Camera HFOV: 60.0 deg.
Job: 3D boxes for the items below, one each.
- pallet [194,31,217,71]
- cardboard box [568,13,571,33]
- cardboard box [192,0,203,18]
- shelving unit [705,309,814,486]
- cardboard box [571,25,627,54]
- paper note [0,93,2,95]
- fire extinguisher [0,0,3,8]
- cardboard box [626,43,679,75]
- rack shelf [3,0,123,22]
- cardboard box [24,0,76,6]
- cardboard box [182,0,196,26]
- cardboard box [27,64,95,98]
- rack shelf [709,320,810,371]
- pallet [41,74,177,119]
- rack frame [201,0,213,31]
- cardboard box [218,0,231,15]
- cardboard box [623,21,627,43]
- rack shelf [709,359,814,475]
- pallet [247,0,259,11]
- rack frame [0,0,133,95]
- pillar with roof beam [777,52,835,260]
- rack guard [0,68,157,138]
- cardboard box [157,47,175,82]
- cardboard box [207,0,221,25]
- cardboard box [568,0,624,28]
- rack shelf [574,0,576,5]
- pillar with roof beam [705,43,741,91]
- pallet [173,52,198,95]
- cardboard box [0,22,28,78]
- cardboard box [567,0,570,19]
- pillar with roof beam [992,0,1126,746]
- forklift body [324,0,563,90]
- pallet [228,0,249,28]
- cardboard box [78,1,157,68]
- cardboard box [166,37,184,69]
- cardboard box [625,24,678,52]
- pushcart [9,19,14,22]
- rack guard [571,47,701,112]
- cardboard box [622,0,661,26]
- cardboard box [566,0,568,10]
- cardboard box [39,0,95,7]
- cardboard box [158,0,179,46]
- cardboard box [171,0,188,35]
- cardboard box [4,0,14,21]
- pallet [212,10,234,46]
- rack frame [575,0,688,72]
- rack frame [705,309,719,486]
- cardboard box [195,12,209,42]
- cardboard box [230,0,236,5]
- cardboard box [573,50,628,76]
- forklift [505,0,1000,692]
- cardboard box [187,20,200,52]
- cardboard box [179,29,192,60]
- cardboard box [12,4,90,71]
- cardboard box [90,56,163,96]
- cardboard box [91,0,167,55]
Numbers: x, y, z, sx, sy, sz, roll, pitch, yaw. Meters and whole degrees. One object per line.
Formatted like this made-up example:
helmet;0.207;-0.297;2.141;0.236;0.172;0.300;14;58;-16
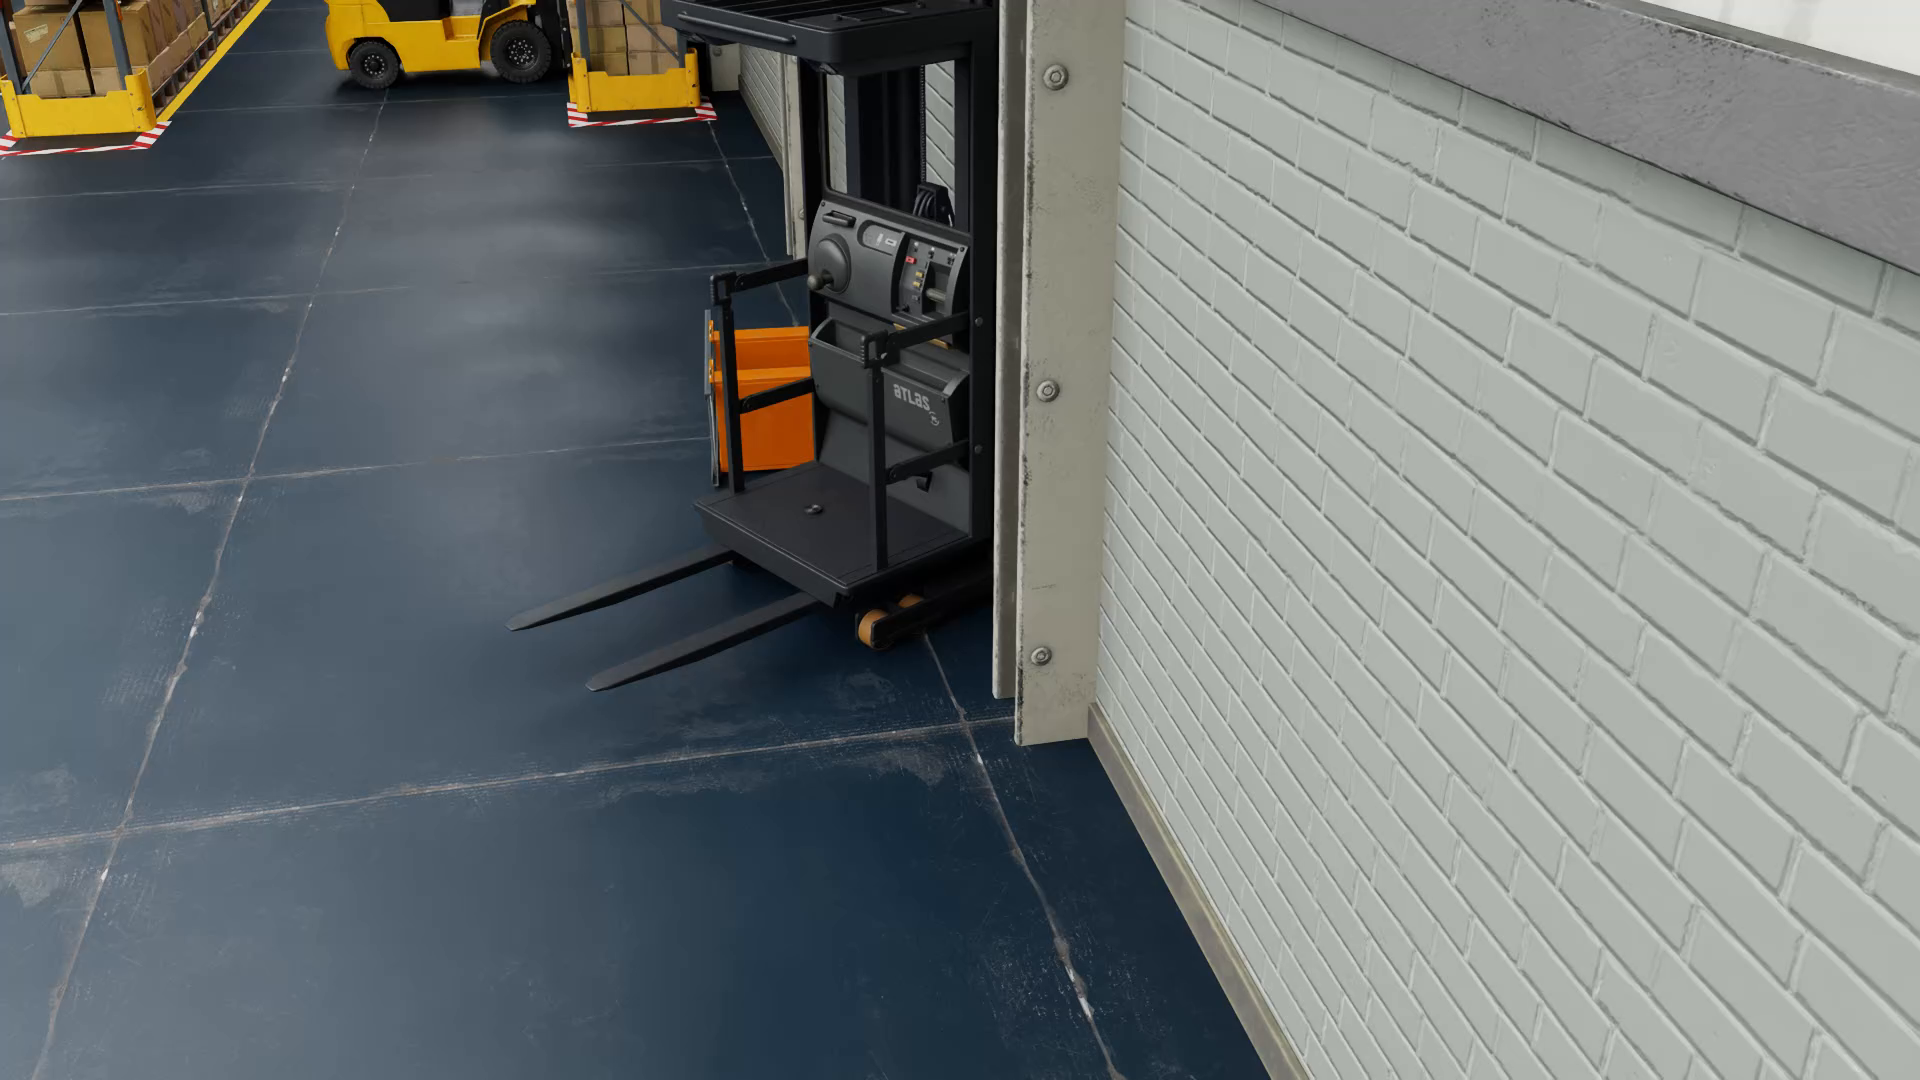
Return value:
pallet;-8.655;-5.255;17.928;1.003;0.211;1.213;-6;27;-12
cardboard box;-3.757;-5.352;17.055;0.500;0.250;0.500;-7;28;-13
cardboard box;-8.446;-5.854;17.772;0.500;0.500;0.500;-6;27;-12
shelving unit;-0.782;-0.789;8.666;1.048;0.538;1.125;-4;29;-6
cardboard box;-3.518;-4.906;16.172;0.500;0.250;0.500;-6;27;-12
paper note;-9.475;-4.434;16.500;0.142;0.019;0.148;-16;31;-29
fire extinguisher;-8.362;-4.904;14.223;0.296;0.674;0.183;-6;27;-12
cardboard box;-3.024;-4.737;16.391;0.500;0.250;0.500;-6;27;-11
rack shelf;-8.390;-5.592;16.299;1.077;0.370;4.000;-6;27;-12
cardboard box;-8.522;-5.099;15.557;0.380;0.149;0.250;-5;27;-10
cardboard box;-8.329;-5.631;17.330;0.500;0.500;0.500;-5;27;-11
cardboard box;-8.389;-4.334;15.592;0.500;0.250;0.500;-6;27;-12
rack shelf;-0.814;-0.906;8.878;1.000;0.538;0.278;-4;29;-6
pallet;-8.105;-4.184;15.806;1.003;0.211;1.213;-6;27;-12
rack frame;-8.840;-6.791;17.877;1.000;3.000;0.127;-6;27;-12
cardboard box;-9.126;-6.351;19.454;0.950;0.372;0.625;-4;27;-8
cardboard box;-3.131;-5.171;16.696;0.500;0.250;0.500;-6;27;-12
rack shelf;-0.744;-0.648;8.412;1.000;0.538;0.278;-4;29;-6
pallet;-9.567;-6.959;21.304;1.003;0.211;1.213;-6;27;-12
rack frame;-7.939;-5.035;14.397;1.000;3.000;0.127;-6;27;-12
pillar with roof beam;-5.225;-5.545;8.750;9.100;9.000;0.400;-6;27;-12
rack guard;-7.956;-3.953;15.027;1.175;0.500;0.348;-6;27;-12
cardboard box;-7.959;-4.602;16.125;0.500;0.250;0.500;-5;27;-10
cardboard box;-8.961;-6.036;18.830;0.950;0.372;0.625;-6;27;-11
cardboard box;-3.511;-5.118;16.037;0.500;0.250;0.500;-5;27;-10
rack shelf;-3.554;-6.098;17.301;1.077;0.370;4.000;-6;27;-12
pillar with roof beam;-6.577;-8.179;13.968;9.100;9.000;0.400;-6;27;-12
pallet;-8.376;-4.719;16.865;1.003;0.211;1.213;-6;27;-12
cardboard box;-9.925;-5.068;17.233;0.500;0.500;0.500;13;30;24
cardboard box;-3.632;-5.342;16.480;0.500;0.250;0.500;-5;27;-11
pillar with roof beam;-3.873;-2.911;3.531;9.100;9.000;0.400;-6;27;-12
forklift body;-5.309;-5.809;16.873;2.313;2.155;1.214;-6;27;-12
pallet;-9.296;-6.425;20.245;1.003;0.211;1.213;-6;27;-12
cardboard box;-7.857;-4.723;15.531;0.500;0.500;0.500;-7;28;-13
cardboard box;-8.094;-4.841;16.597;0.500;0.250;0.500;-4;27;-8
cardboard box;-3.007;-4.952;16.262;0.500;0.250;0.500;-5;27;-11
pushcart;-11.050;-5.367;17.965;1.648;0.377;0.936;-16;31;-29
rack guard;-3.098;-4.415;15.942;1.175;0.500;0.348;-6;27;-12
cardboard box;-3.028;-5.178;16.155;0.500;0.250;0.500;-6;27;-12
cardboard box;-3.756;-5.562;16.917;0.500;0.250;0.500;-6;27;-11
cardboard box;-8.494;-4.884;15.851;0.500;0.500;0.500;-5;27;-10
cardboard box;-8.084;-5.173;16.423;0.500;0.500;0.500;-5;27;-11
cardboard box;-8.213;-5.407;16.886;0.500;0.500;0.500;-5;27;-9
cardboard box;-10.568;-5.820;17.885;0.500;0.500;0.500;-6;27;-12
pallet;-9.017;-5.888;19.182;1.003;0.211;1.213;-6;27;-12
rack frame;-3.104;-5.541;15.399;1.000;3.000;0.127;-6;27;-12
rack frame;-1.286;-0.755;8.609;0.032;0.500;1.125;-4;29;-6
cardboard box;-8.445;-5.519;17.941;0.500;0.250;0.500;-5;27;-9
cardboard box;-9.285;-6.656;20.059;0.950;0.372;0.625;-5;27;-10
cardboard box;-3.517;-4.675;16.269;0.500;0.250;0.500;-6;27;-11
forklift;-0.461;-1.120;6.716;3.031;2.935;1.130;-22;34;-37
cardboard box;-8.315;-5.286;17.480;0.500;0.250;0.500;-7;28;-13
cardboard box;-8.205;-5.063;17.037;0.500;0.250;0.500;-6;27;-11
cardboard box;-8.374;-4.655;15.398;0.500;0.500;0.500;-6;27;-11
cardboard box;-7.851;-4.378;15.680;0.500;0.250;0.500;-6;27;-12
cardboard box;-7.979;-4.952;15.985;0.500;0.500;0.500;-7;28;-14
